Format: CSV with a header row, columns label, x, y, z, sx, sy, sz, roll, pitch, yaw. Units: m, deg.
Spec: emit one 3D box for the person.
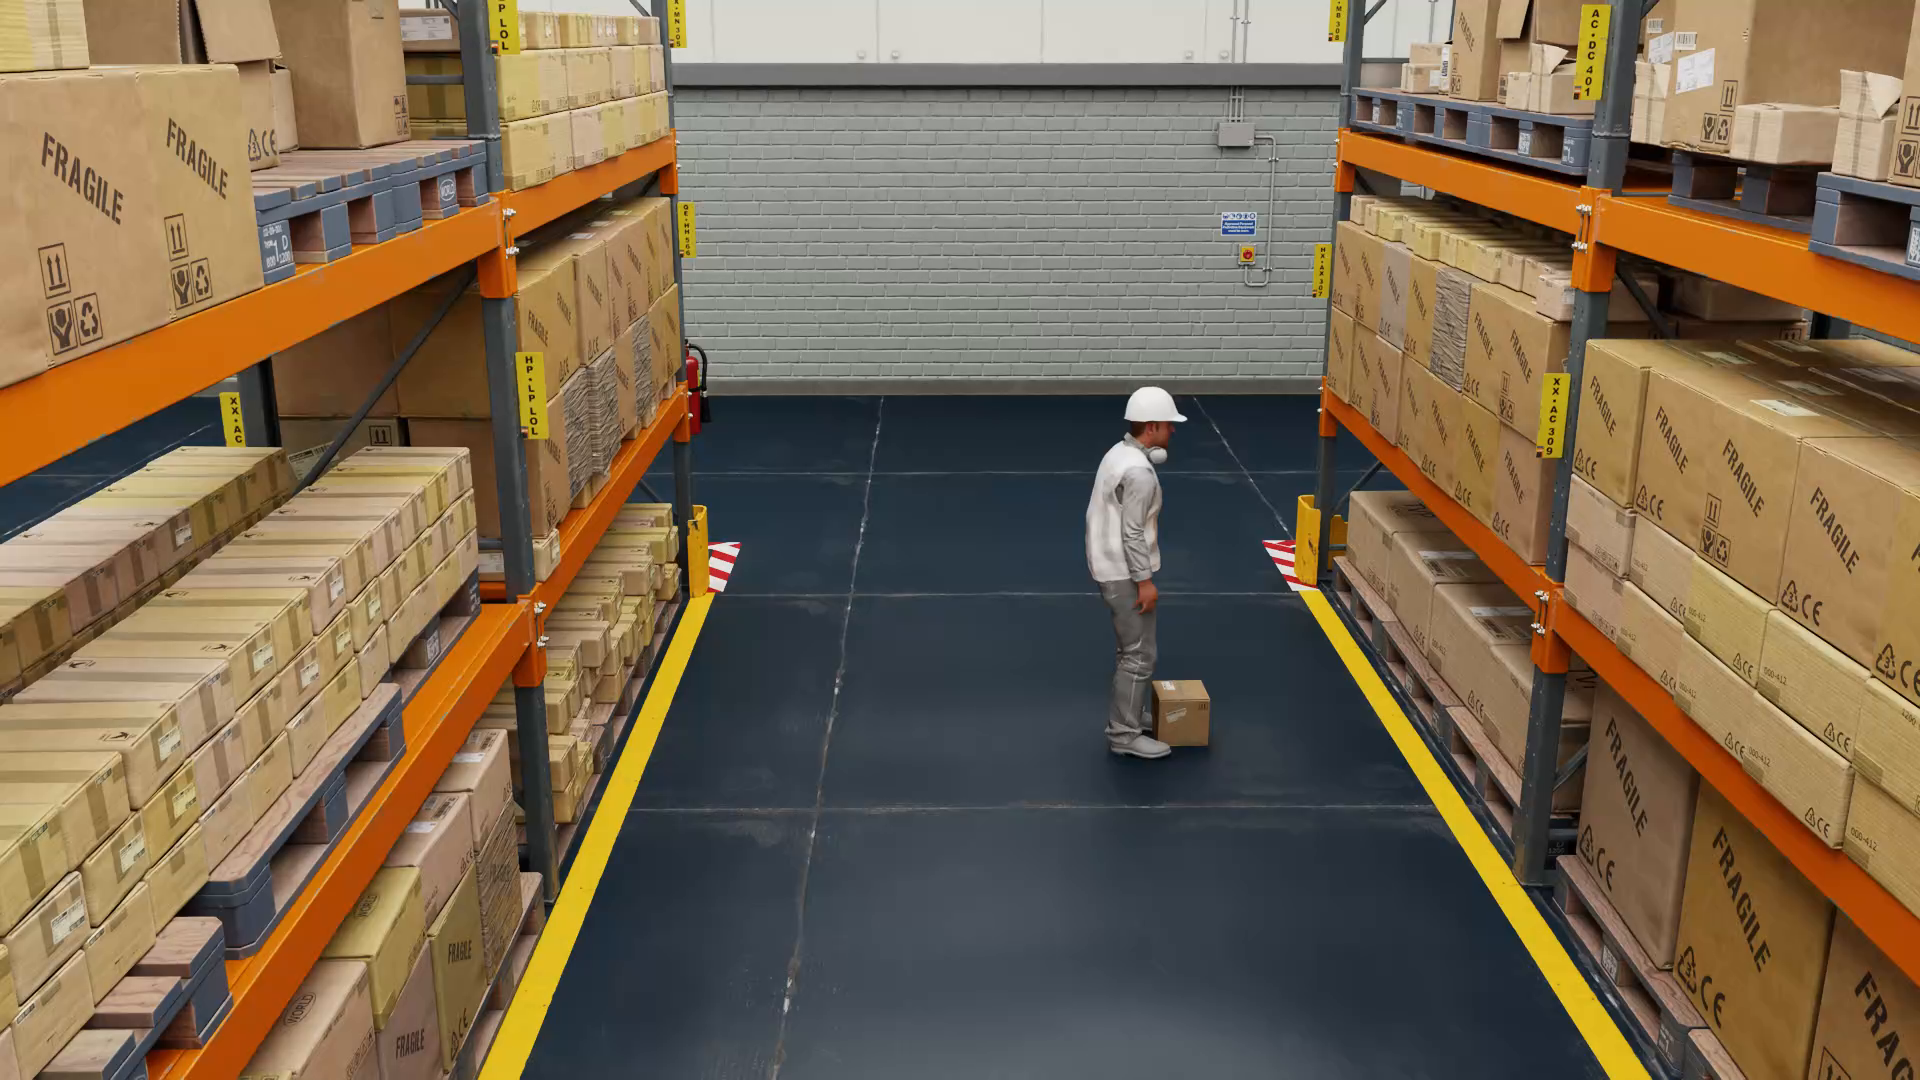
label,x,y,z,sx,sy,sz,roll,pitch,yaw
person,0.840,0.138,8.047,0.465,1.771,0.581,0,17,-1
